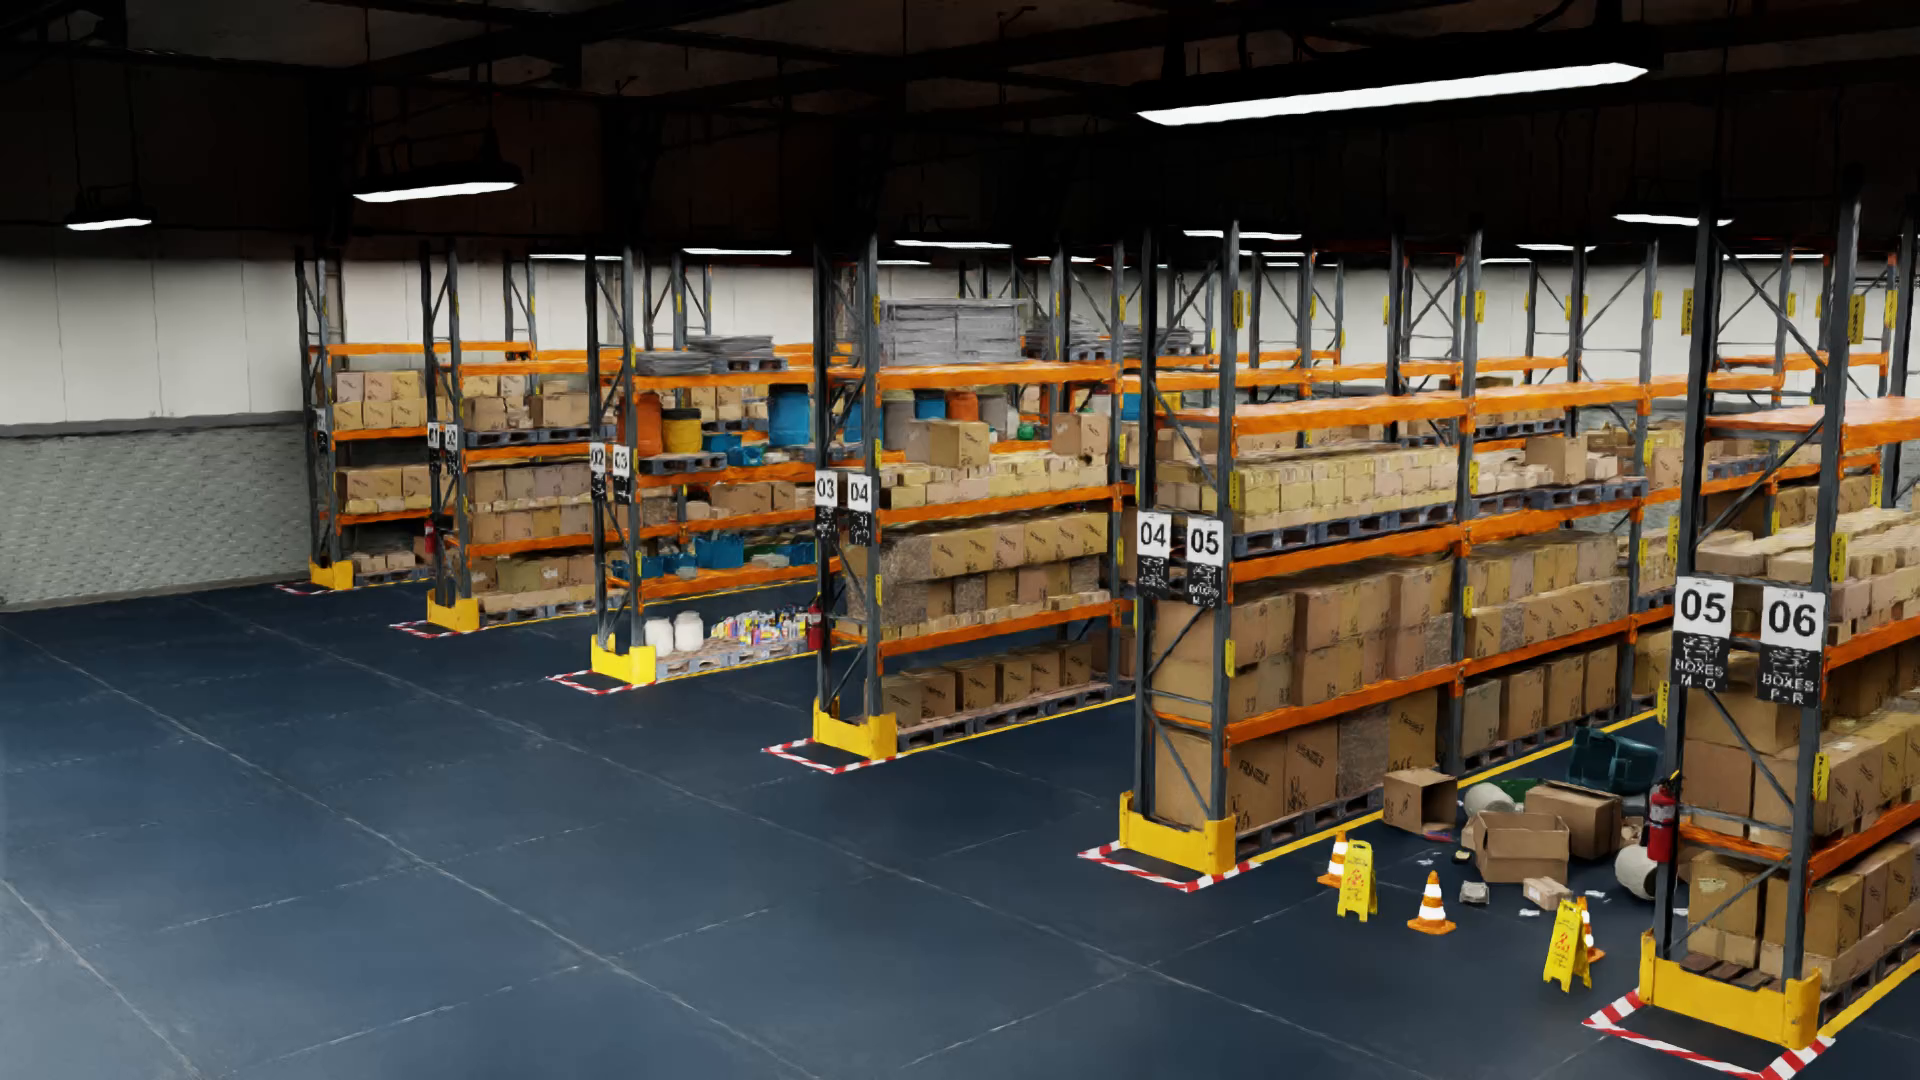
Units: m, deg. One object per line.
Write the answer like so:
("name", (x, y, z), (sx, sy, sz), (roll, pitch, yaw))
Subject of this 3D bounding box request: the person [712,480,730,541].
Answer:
("person", (-4.769, -0.587, 33.506), (0.433, 1.684, 0.552), (4, 9, 23))

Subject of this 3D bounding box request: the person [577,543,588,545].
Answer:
("person", (-6.929, -0.199, 30.485), (0.475, 1.783, 0.637), (3, 9, 18))
